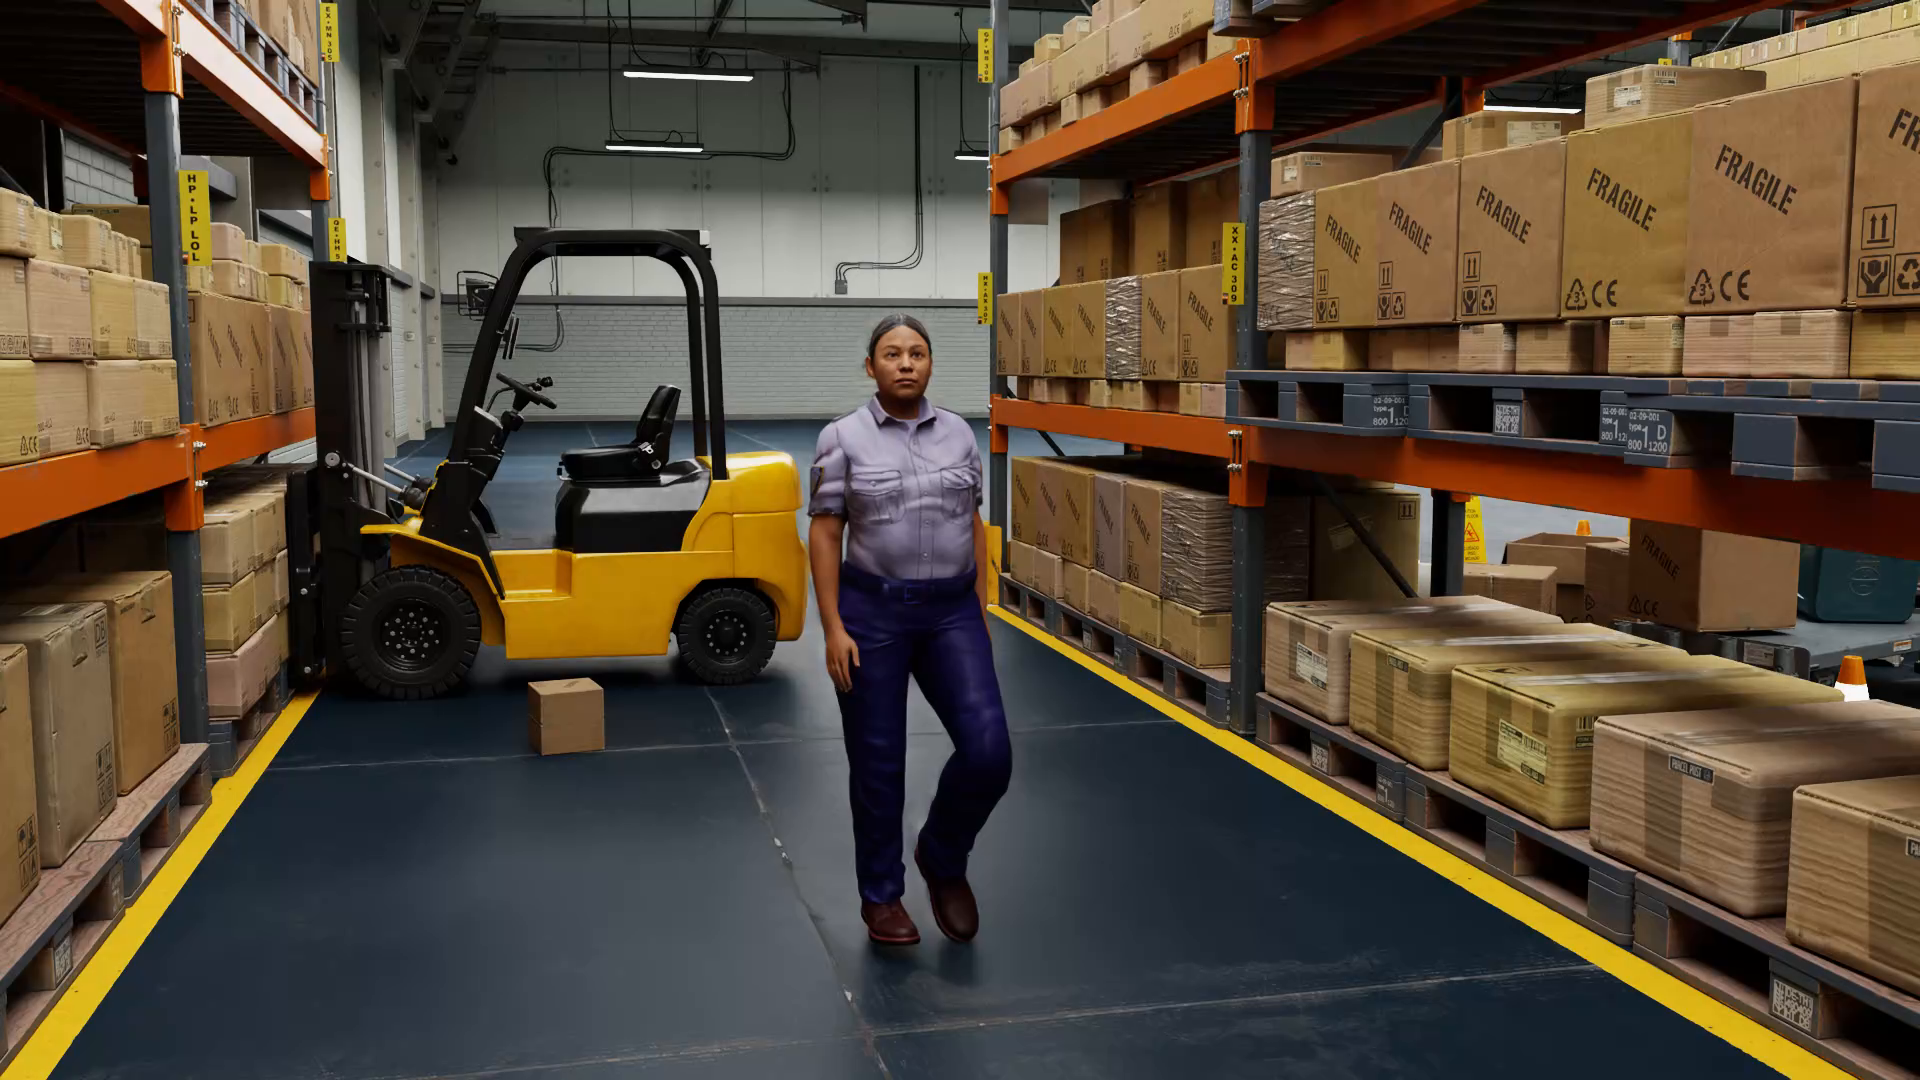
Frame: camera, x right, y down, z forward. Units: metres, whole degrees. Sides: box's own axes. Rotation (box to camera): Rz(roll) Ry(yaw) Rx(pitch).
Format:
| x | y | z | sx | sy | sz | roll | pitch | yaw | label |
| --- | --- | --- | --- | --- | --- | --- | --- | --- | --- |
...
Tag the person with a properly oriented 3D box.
| x | y | z | sx | sy | sz | roll | pitch | yaw | label |
| --- | --- | --- | --- | --- | --- | --- | --- | --- | --- |
| -0.129 | 0.254 | 4.314 | 0.508 | 1.674 | 0.444 | -2 | 7 | -17 | person |
